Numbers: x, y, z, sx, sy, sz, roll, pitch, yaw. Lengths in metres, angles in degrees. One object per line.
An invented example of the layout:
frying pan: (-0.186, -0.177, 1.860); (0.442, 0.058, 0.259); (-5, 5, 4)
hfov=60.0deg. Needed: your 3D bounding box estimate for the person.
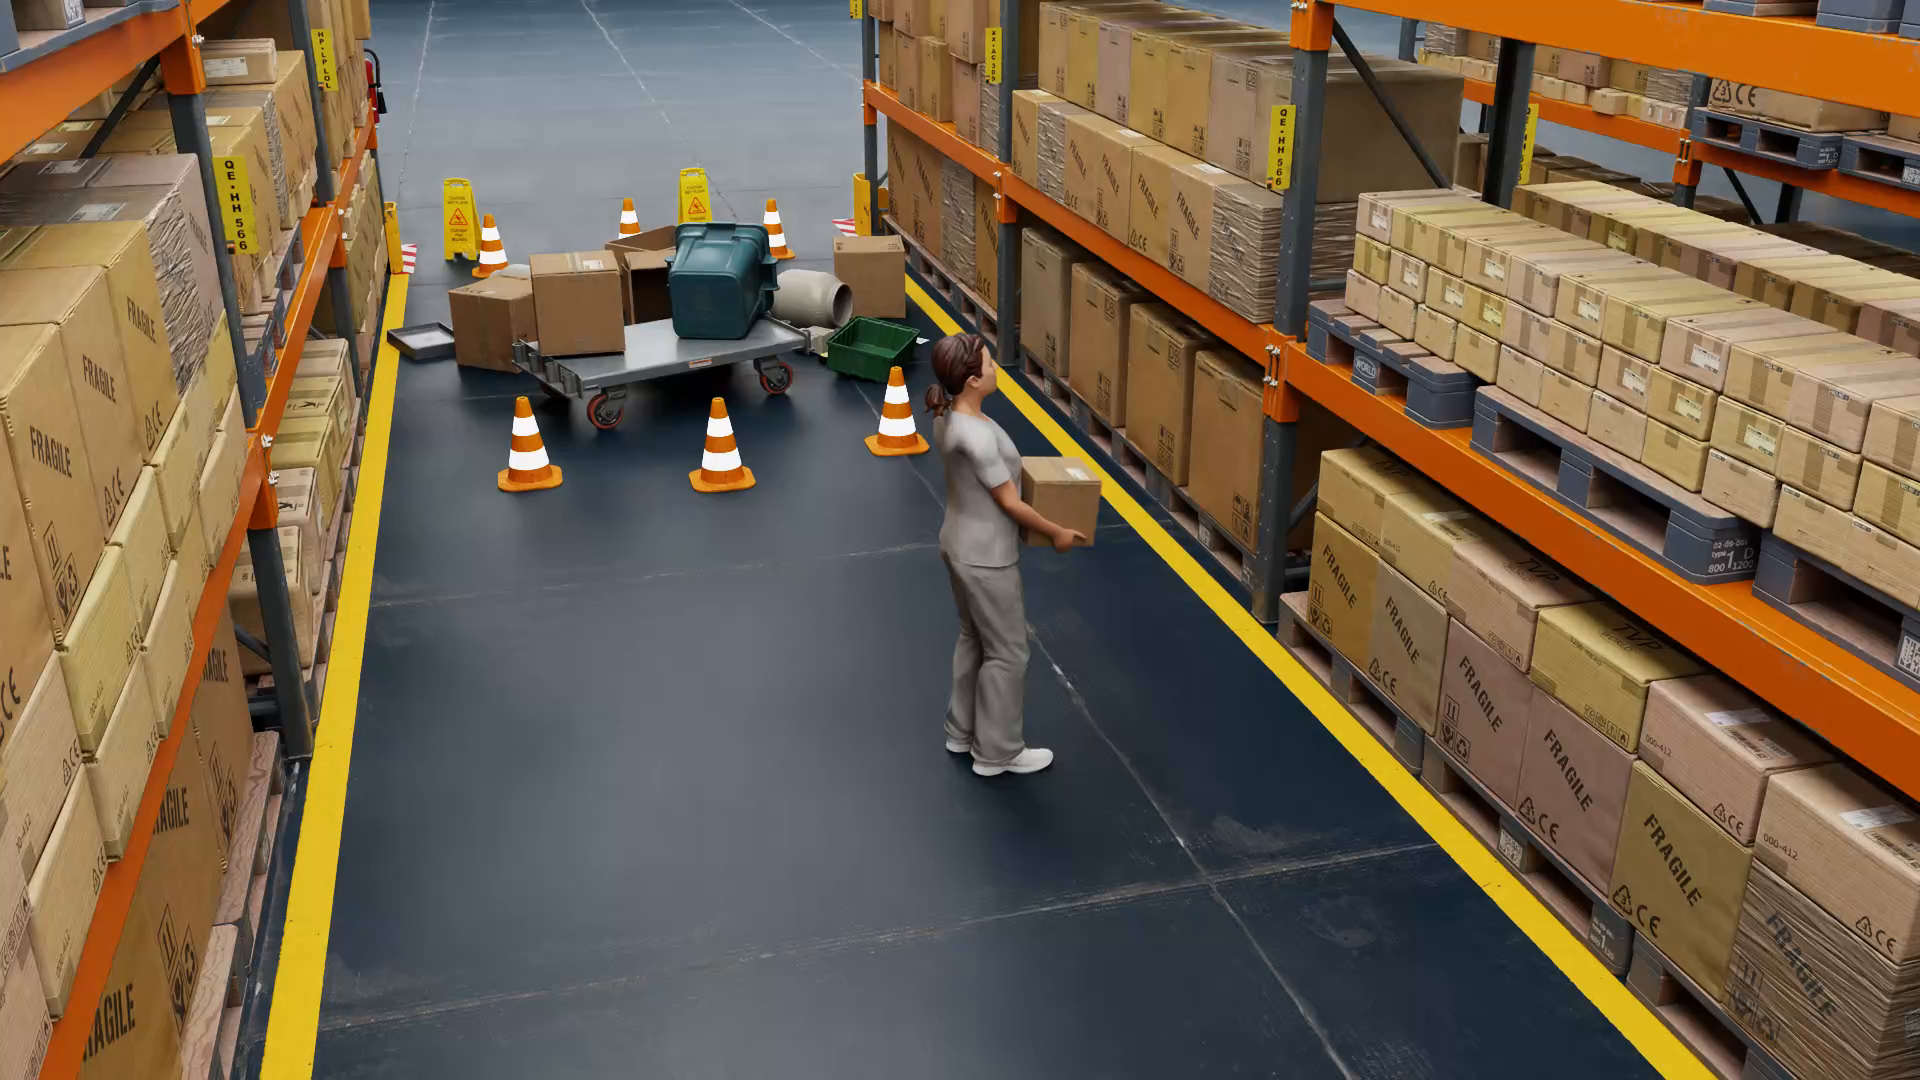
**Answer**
person: (0.141, 0.052, 5.988); (0.558, 1.663, 0.439); (-6, 24, -14)
